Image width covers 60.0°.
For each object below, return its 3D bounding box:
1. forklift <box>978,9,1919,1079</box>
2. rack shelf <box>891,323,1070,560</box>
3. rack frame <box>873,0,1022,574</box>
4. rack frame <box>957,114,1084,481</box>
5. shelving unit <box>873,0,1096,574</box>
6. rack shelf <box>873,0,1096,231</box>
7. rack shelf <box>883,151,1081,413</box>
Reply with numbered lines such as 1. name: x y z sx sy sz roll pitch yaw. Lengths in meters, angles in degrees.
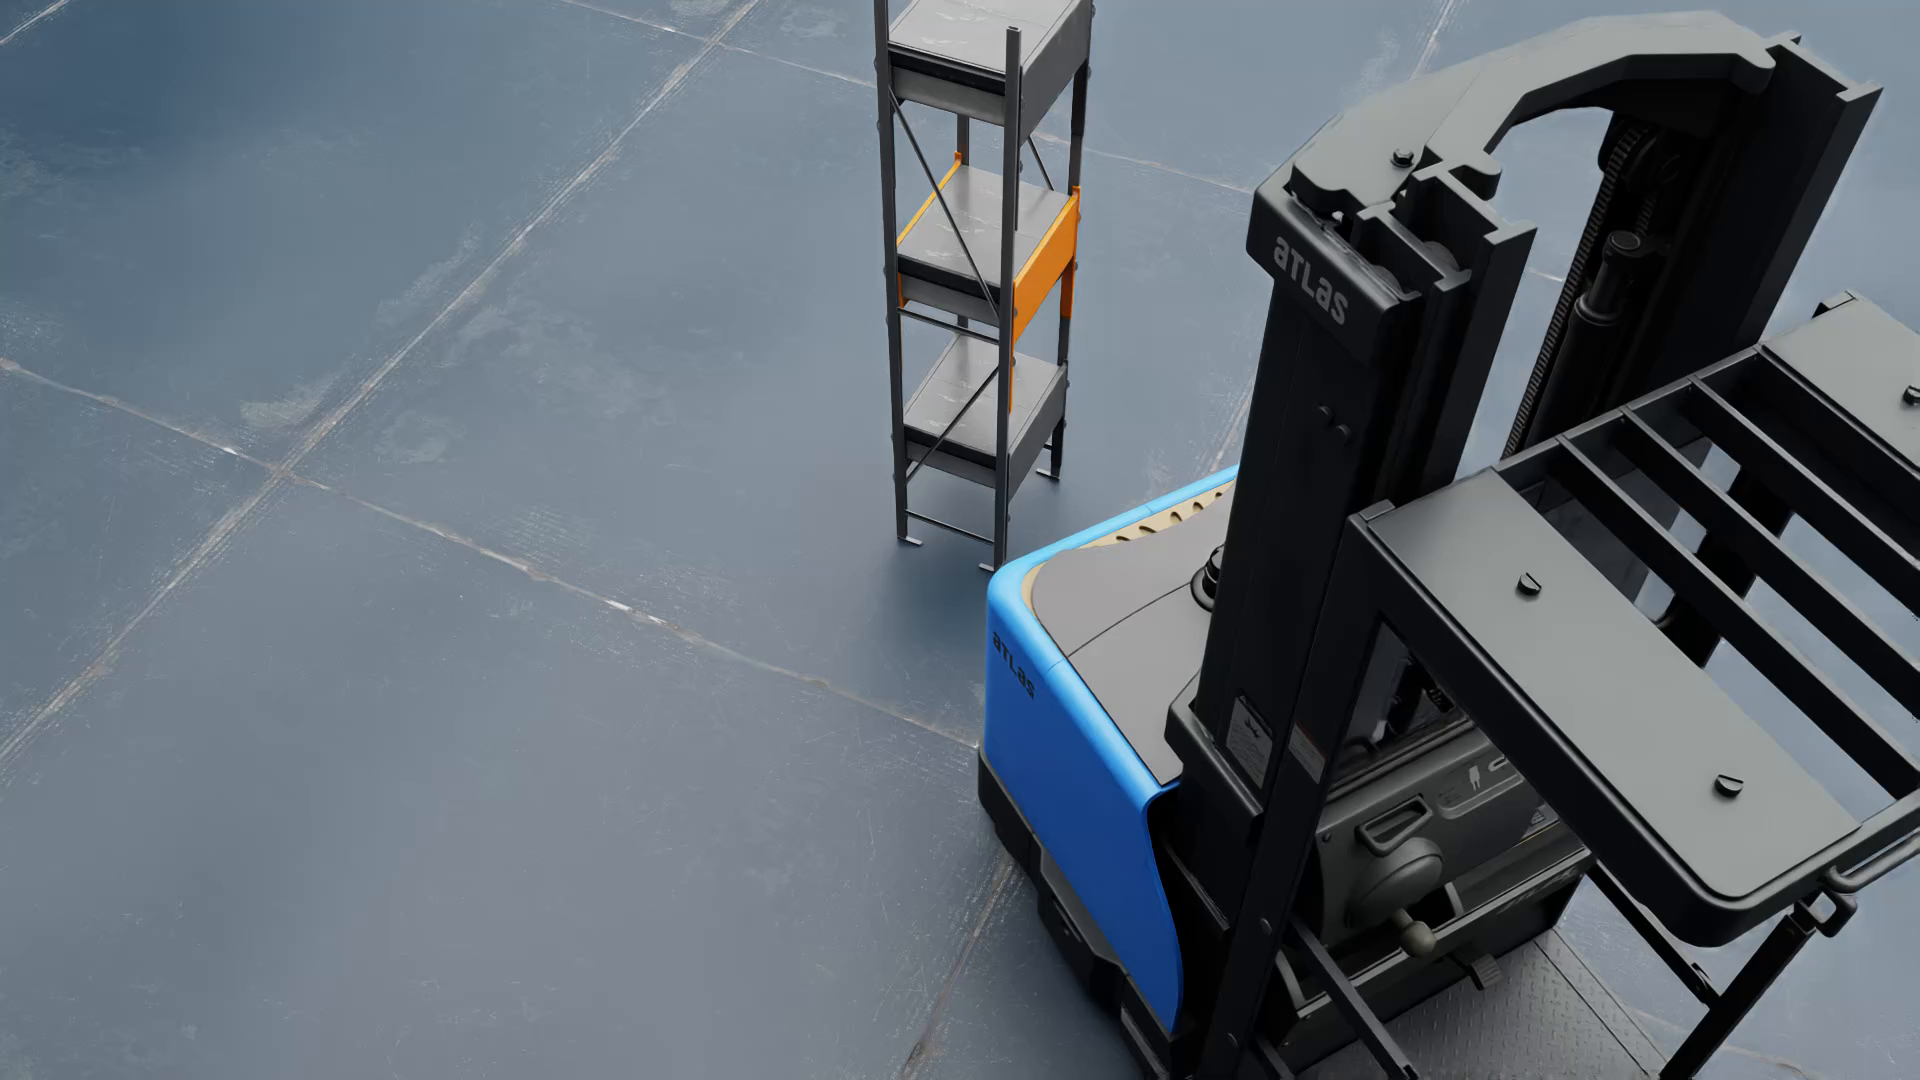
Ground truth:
1. forklift: 1.207 0.635 3.285 1.130 2.935 3.031 -23 53 -18
2. rack shelf: 0.071 -0.332 5.591 0.431 0.518 0.480 20 52 16
3. rack frame: -0.034 -0.626 4.904 0.400 2.100 0.015 20 52 16
4. rack frame: 0.175 -0.962 5.190 0.400 2.100 0.015 20 52 16
5. shelving unit: 0.071 -0.794 5.047 0.431 2.100 0.503 20 52 16
6. rack shelf: 0.071 -1.239 4.525 0.431 0.518 0.480 20 52 16
7. rack shelf: 0.071 -0.786 5.058 0.431 0.518 0.480 20 52 16
